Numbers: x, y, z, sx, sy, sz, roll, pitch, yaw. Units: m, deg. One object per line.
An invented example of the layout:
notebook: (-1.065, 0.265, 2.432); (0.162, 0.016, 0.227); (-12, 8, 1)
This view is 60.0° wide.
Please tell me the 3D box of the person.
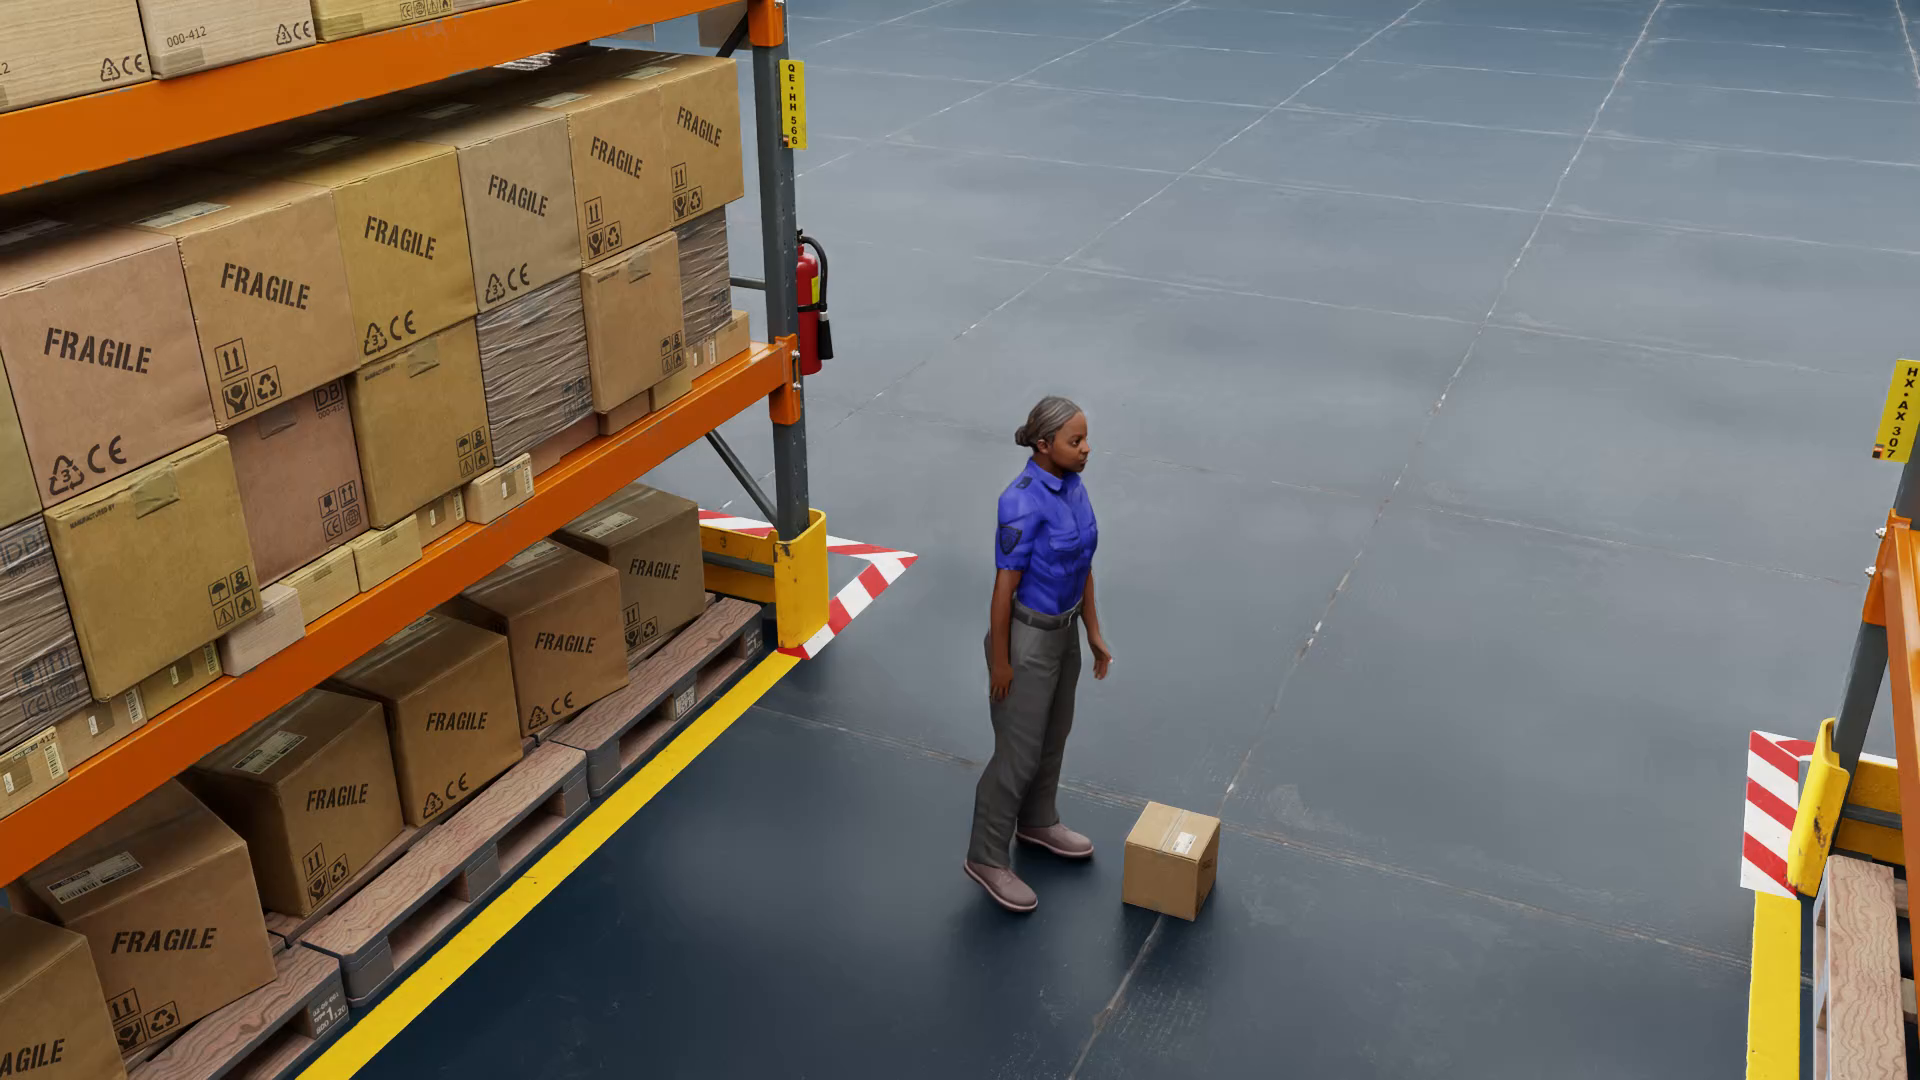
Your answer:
person: (0.267, 0.362, 5.378); (0.372, 1.663, 0.606); (11, 28, 22)
